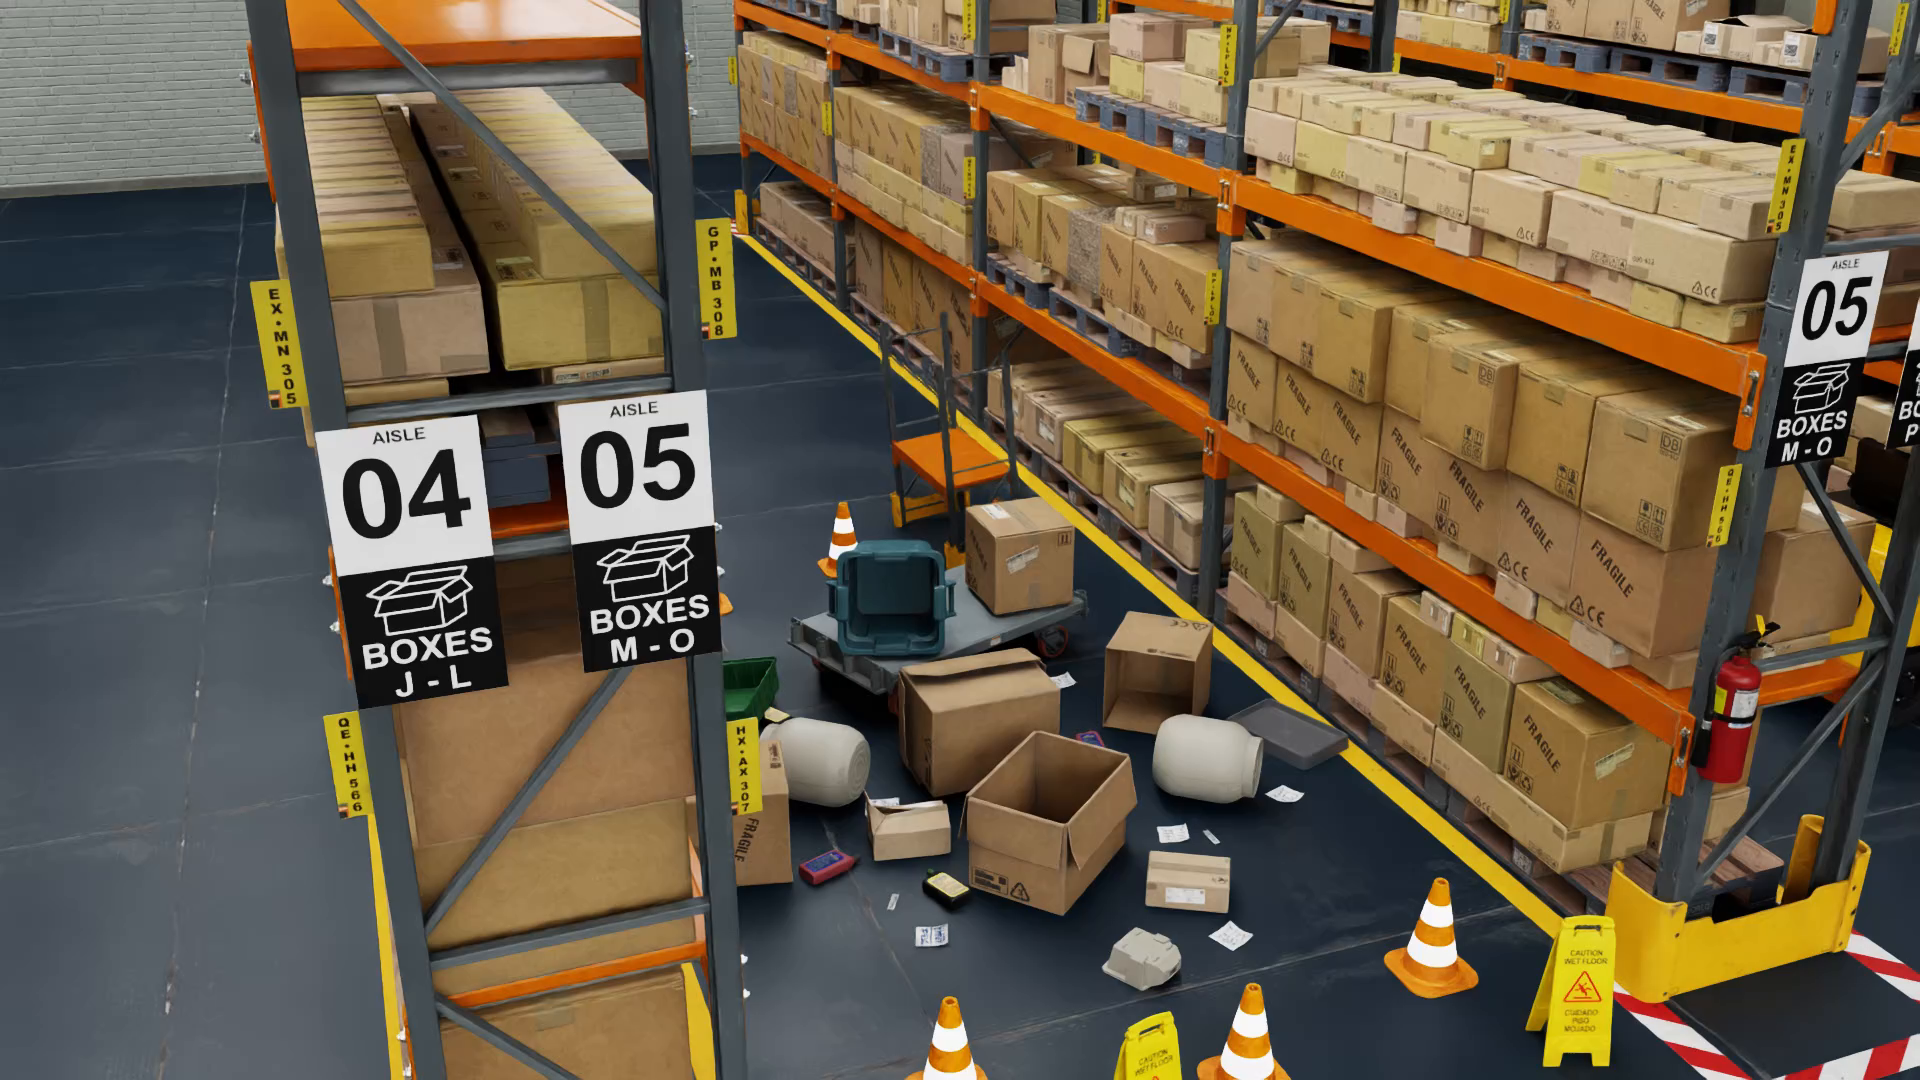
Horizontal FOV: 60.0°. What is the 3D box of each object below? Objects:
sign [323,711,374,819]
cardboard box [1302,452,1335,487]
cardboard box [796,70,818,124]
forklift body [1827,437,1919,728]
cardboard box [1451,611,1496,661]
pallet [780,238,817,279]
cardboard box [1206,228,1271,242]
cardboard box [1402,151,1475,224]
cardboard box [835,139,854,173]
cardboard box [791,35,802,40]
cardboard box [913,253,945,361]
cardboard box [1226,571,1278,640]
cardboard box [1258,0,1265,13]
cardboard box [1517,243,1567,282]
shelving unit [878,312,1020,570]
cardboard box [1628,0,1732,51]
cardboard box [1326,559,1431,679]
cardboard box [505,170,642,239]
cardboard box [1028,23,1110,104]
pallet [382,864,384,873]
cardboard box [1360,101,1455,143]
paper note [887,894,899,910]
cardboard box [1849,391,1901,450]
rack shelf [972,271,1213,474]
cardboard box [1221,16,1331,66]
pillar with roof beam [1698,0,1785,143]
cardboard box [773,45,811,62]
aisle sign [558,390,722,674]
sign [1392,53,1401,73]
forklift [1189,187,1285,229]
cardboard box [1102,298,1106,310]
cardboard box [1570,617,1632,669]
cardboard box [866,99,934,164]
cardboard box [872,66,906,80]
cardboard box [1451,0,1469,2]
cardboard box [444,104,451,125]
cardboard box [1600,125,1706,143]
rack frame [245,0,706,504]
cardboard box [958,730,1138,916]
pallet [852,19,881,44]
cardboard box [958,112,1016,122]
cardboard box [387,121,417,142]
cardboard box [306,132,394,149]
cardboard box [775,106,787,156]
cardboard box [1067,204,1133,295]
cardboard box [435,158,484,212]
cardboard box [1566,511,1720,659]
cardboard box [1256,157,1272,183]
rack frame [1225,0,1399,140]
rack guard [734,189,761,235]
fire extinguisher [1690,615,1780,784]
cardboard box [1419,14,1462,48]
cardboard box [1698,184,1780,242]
[{"bbox_3d":[-1.689,0.624,4.611,0.100,0.325,0.005,-8,24,-19],"label":"sign"},{"bbox_3d":[2.132,-0.426,9.221,0.380,0.149,0.250,-8,24,-17],"label":"cardboard box"},{"bbox_3d":[-1.417,-4.704,17.633,0.500,0.500,0.500,-9,24,-20],"label":"cardboard box"},{"bbox_3d":[5.685,-0.248,9.570,2.313,2.155,1.214,-8,24,-19],"label":"forklift body"},{"bbox_3d":[2.613,0.440,8.044,0.380,0.149,0.250,-8,24,-18],"label":"cardboard box"},{"bbox_3d":[-1.451,-3.324,19.366,1.003,0.211,1.213,-8,24,-19],"label":"pallet"},{"bbox_3d":[1.931,-1.740,10.964,0.500,0.500,0.500,-8,24,-19],"label":"cardboard box"},{"bbox_3d":[2.441,-1.671,7.801,0.500,0.250,0.500,-8,24,-18],"label":"cardboard box"},{"bbox_3d":[-0.929,-3.841,16.551,0.500,0.250,0.500,-9,24,-21],"label":"cardboard box"},{"bbox_3d":[-1.807,-5.946,19.743,0.380,0.149,0.250,-8,24,-18],"label":"cardboard box"},{"bbox_3d":[0.115,-2.226,15.365,0.875,0.875,0.875,-8,24,-18],"label":"cardboard box"},{"bbox_3d":[1.962,0.353,10.049,0.500,0.250,0.500,-10,25,-21],"label":"cardboard box"},{"bbox_3d":[3.419,-5.917,18.389,0.380,0.149,0.250,-9,24,-19],"label":"cardboard box"},{"bbox_3d":[2.691,-1.248,7.311,0.380,0.149,0.250,-9,24,-19],"label":"cardboard box"},{"bbox_3d":[-0.065,-0.664,11.330,0.587,1.500,1.083,-14,26,-19],"label":"shelving unit"},{"bbox_3d":[5.622,-4.109,12.976,0.500,0.500,0.500,-8,24,-18],"label":"cardboard box"},{"bbox_3d":[2.343,0.389,8.998,0.500,0.500,0.500,-7,24,-16],"label":"cardboard box"},{"bbox_3d":[-1.175,-1.025,5.085,0.380,0.149,0.250,-9,24,-20],"label":"cardboard box"},{"bbox_3d":[0.918,-3.508,12.219,0.700,0.500,0.500,-8,24,-19],"label":"cardboard box"},{"bbox_3d":[-2.394,1.316,8.355,1.003,0.211,1.213,-8,24,-19],"label":"pallet"},{"bbox_3d":[2.218,-2.076,8.249,0.380,0.149,0.250,-9,25,-21],"label":"cardboard box"},{"bbox_3d":[-0.311,1.684,7.741,0.032,0.001,0.123,4,23,9],"label":"paper note"},{"bbox_3d":[6.525,-0.822,11.551,0.500,0.250,0.500,-9,24,-20],"label":"cardboard box"},{"bbox_3d":[1.299,-1.367,12.057,1.077,0.370,4.000,-8,24,-19],"label":"rack shelf"},{"bbox_3d":[1.989,-3.156,10.522,0.500,0.250,0.500,-9,24,-20],"label":"cardboard box"},{"bbox_3d":[2.511,-4.931,11.863,9.100,9.000,0.400,-8,24,-19],"label":"pillar with roof beam"},{"bbox_3d":[-1.859,-5.401,18.452,0.380,0.149,0.250,-9,24,-20],"label":"cardboard box"},{"bbox_3d":[-0.871,-0.016,4.578,0.394,0.787,0.004,-8,24,-19],"label":"aisle sign"},{"bbox_3d":[2.511,-2.669,9.693,0.100,0.325,0.005,-8,24,-19],"label":"sign"},{"bbox_3d":[2.440,-2.827,14.684,1.130,2.935,3.031,14,27,30],"label":"forklift"},{"bbox_3d":[1.222,-1.681,11.659,0.380,0.149,0.250,-9,25,-21],"label":"cardboard box"},{"bbox_3d":[2.893,0.414,7.229,0.380,0.149,0.250,-9,24,-20],"label":"cardboard box"},{"bbox_3d":[-0.553,-3.822,15.540,0.500,0.500,0.500,-9,24,-20],"label":"cardboard box"},{"bbox_3d":[-0.689,-4.834,17.107,0.380,0.149,0.250,-9,24,-20],"label":"cardboard box"},{"bbox_3d":[4.701,-5.025,15.246,0.380,0.149,0.250,-9,25,-21],"label":"cardboard box"},{"bbox_3d":[-1.985,-1.857,7.059,0.380,0.149,0.250,-8,24,-19],"label":"cardboard box"},{"bbox_3d":[3.138,-1.782,7.552,0.380,0.149,0.250,-8,24,-18],"label":"cardboard box"},{"bbox_3d":[-1.176,-1.567,3.881,1.000,3.000,0.127,-8,24,-19],"label":"rack frame"},{"bbox_3d":[0.430,1.341,7.920,0.637,0.503,0.797,12,26,27],"label":"cardboard box"},{"bbox_3d":[-0.450,-4.846,15.770,0.805,0.209,1.217,-9,25,-21],"label":"pallet"},{"bbox_3d":[0.295,-3.514,14.808,0.500,0.500,0.500,-8,24,-17],"label":"cardboard box"},{"bbox_3d":[-2.499,-1.546,6.835,0.500,0.250,0.500,-9,24,-19],"label":"cardboard box"},{"bbox_3d":[-2.152,-1.306,5.751,0.380,0.149,0.250,-8,24,-19],"label":"cardboard box"},{"bbox_3d":[-1.772,-4.617,18.714,0.500,0.500,0.500,-8,24,-17],"label":"cardboard box"},{"bbox_3d":[1.089,-2.043,11.683,0.500,0.500,0.500,-9,25,-21],"label":"cardboard box"},{"bbox_3d":[-1.643,-1.253,6.138,0.500,0.250,0.500,-8,24,-19],"label":"cardboard box"},{"bbox_3d":[2.969,0.139,7.046,0.500,0.500,0.500,-9,24,-20],"label":"cardboard box"},{"bbox_3d":[1.885,-2.090,9.307,0.380,0.149,0.250,-9,24,-20],"label":"cardboard box"},{"bbox_3d":[2.006,-3.736,9.028,1.000,3.000,0.127,-8,24,-19],"label":"rack frame"},{"bbox_3d":[-2.242,-4.189,21.044,1.175,0.500,0.348,-8,24,-19],"label":"rack guard"},{"bbox_3d":[3.028,0.622,6.511,0.296,0.674,0.183,-8,24,-19],"label":"fire extinguisher"},{"bbox_3d":[4.648,-4.756,15.504,0.500,0.250,0.500,-8,24,-19],"label":"cardboard box"},{"bbox_3d":[3.023,-1.235,6.252,0.380,0.149,0.250,-8,24,-18],"label":"cardboard box"}]
